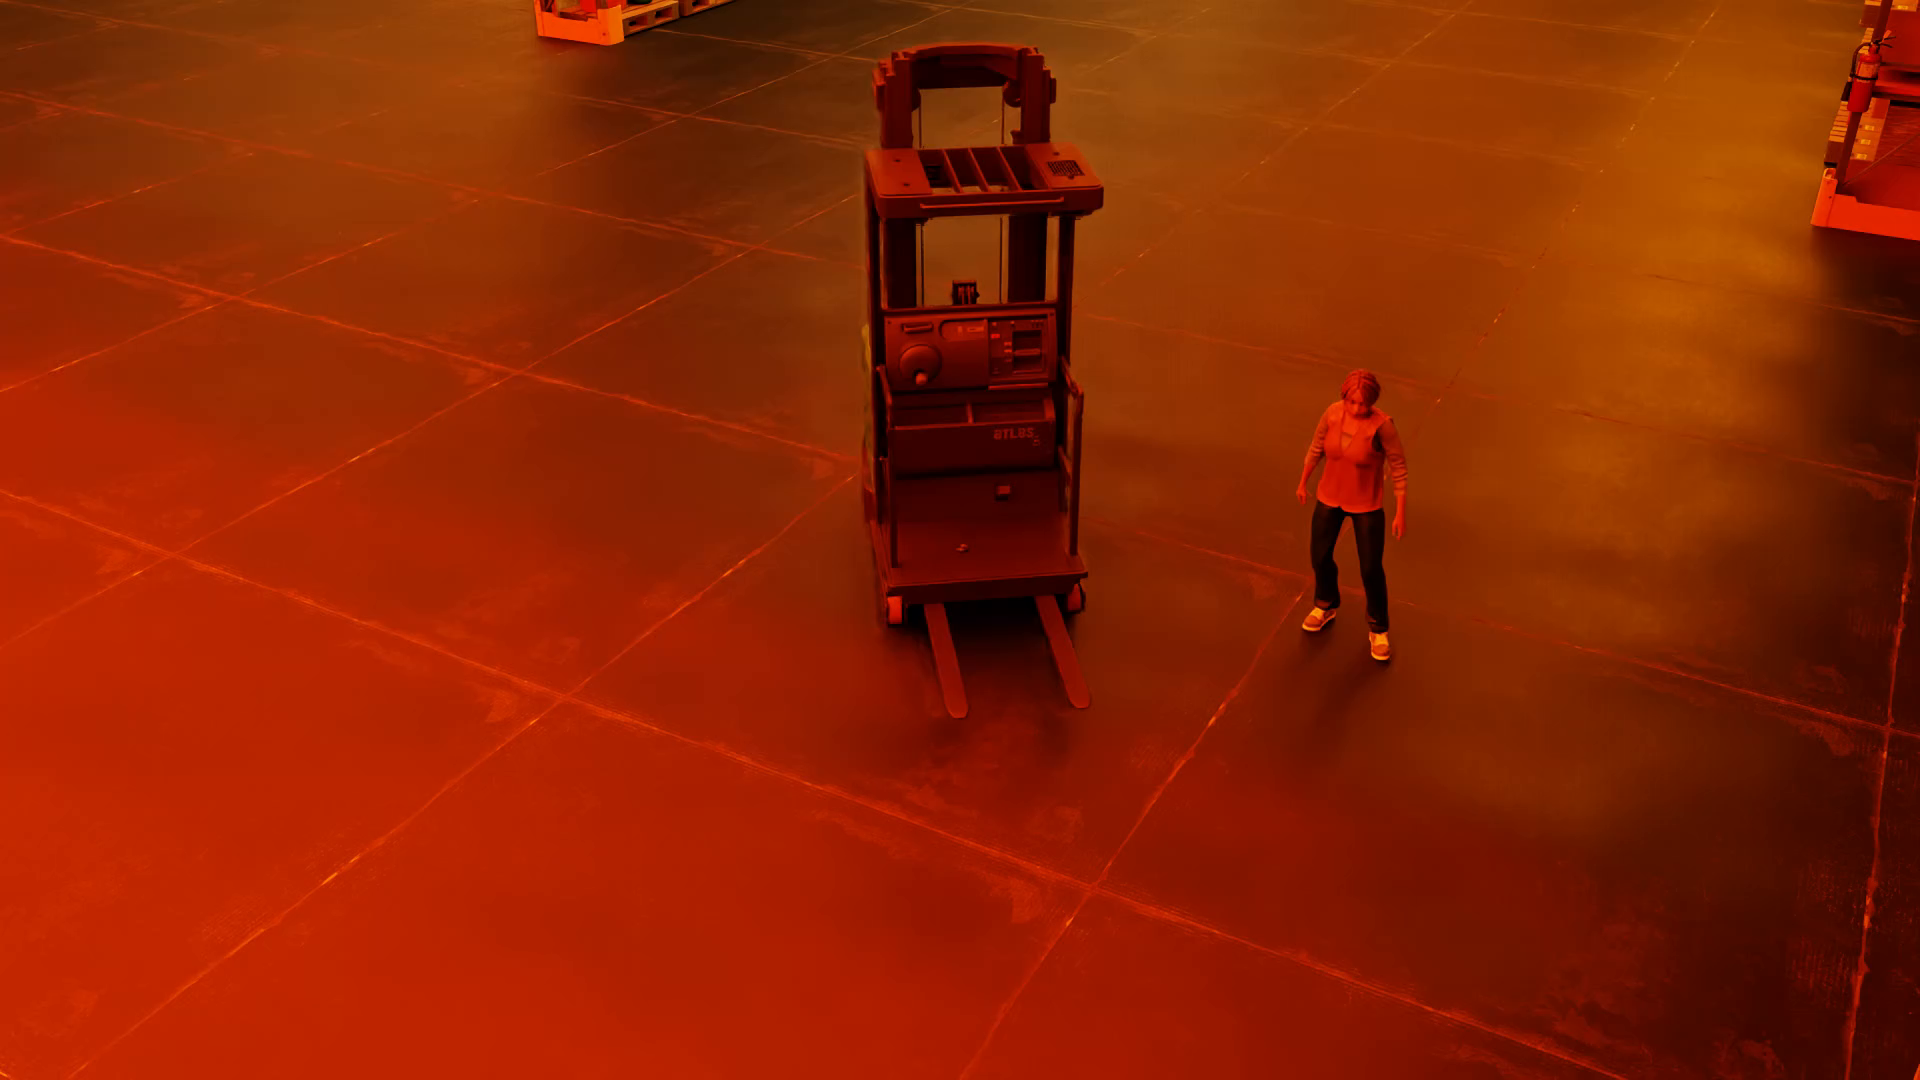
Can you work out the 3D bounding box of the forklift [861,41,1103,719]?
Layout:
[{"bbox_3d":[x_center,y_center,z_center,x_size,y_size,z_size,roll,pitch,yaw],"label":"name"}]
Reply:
[{"bbox_3d":[0.093,-0.984,8.775,1.130,2.935,3.031,-4,30,-7],"label":"forklift"}]

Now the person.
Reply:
[{"bbox_3d":[2.073,-0.178,8.747,0.690,1.568,0.341,19,35,30],"label":"person"}]
